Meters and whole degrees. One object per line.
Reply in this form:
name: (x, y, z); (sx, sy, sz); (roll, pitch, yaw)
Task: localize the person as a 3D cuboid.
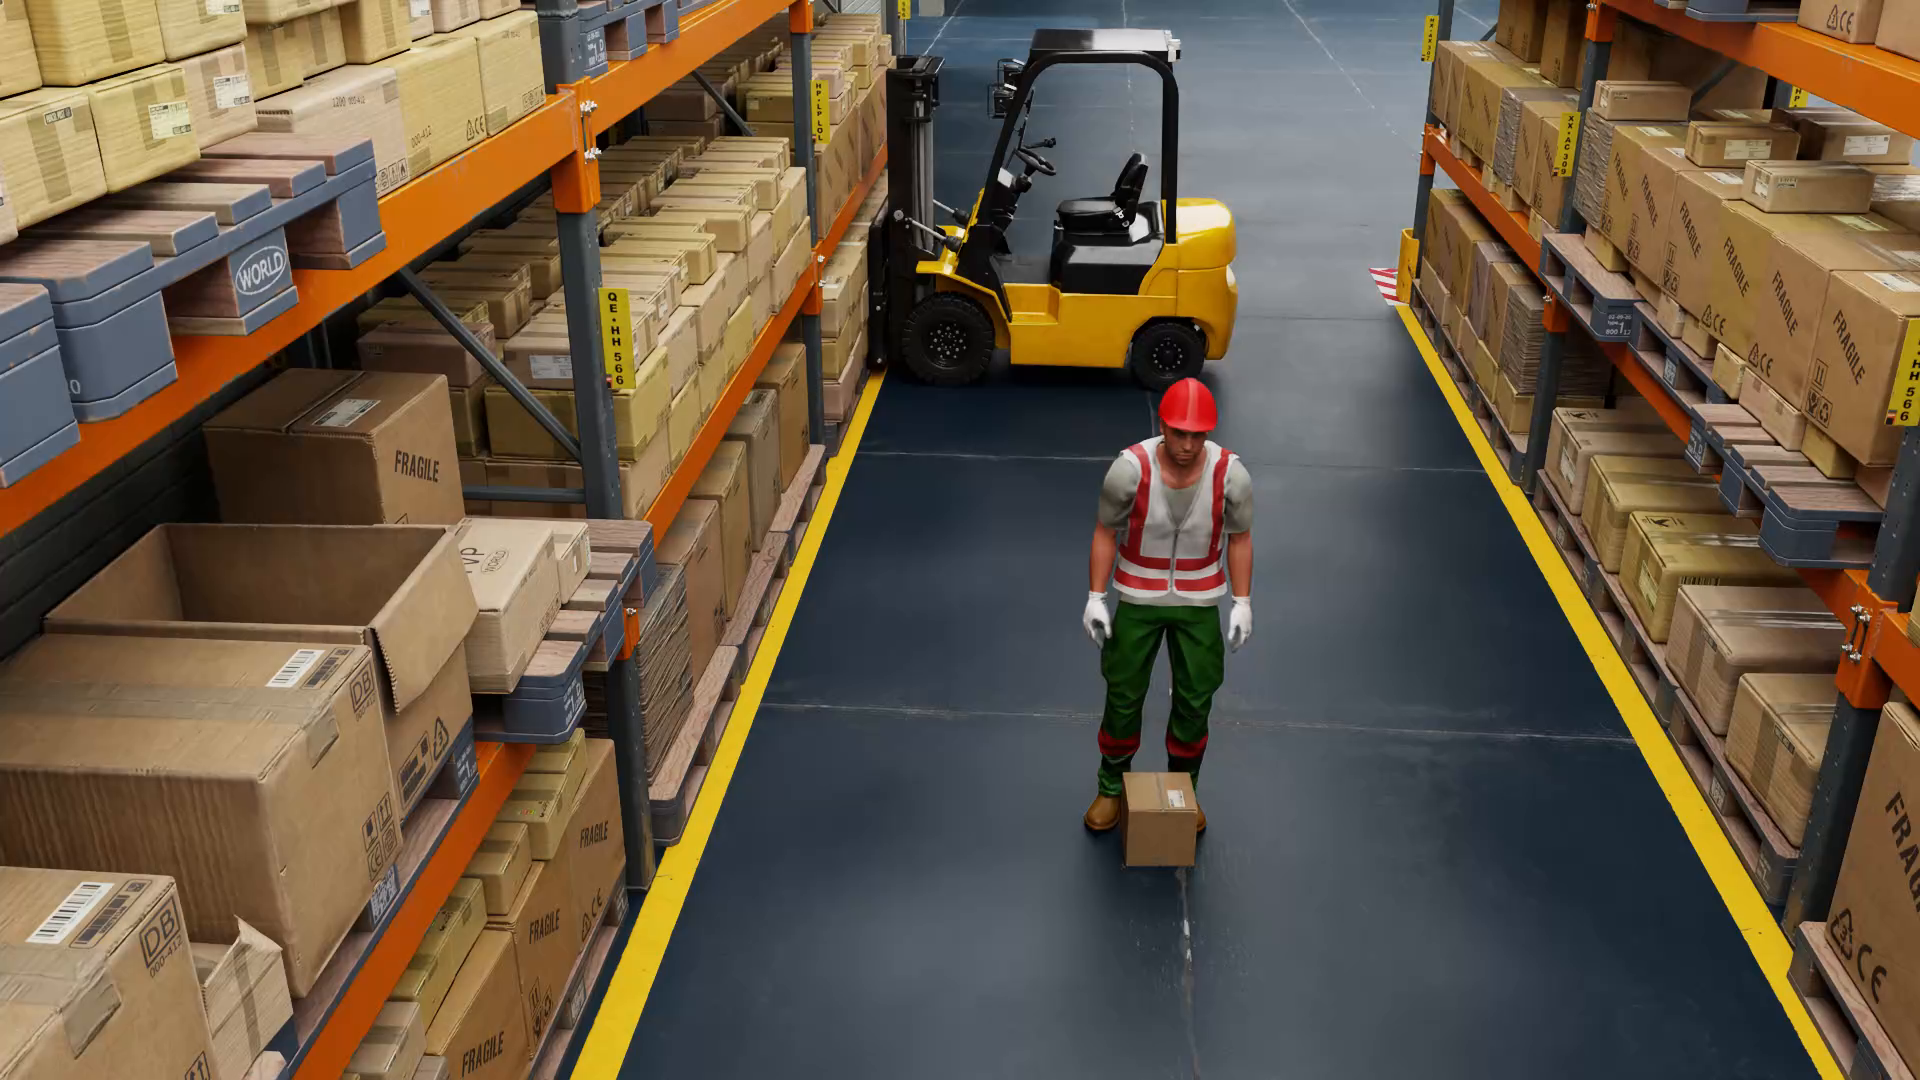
person: (0.758, 0.246, 6.041); (0.620, 1.779, 0.454); (1, 24, 3)
